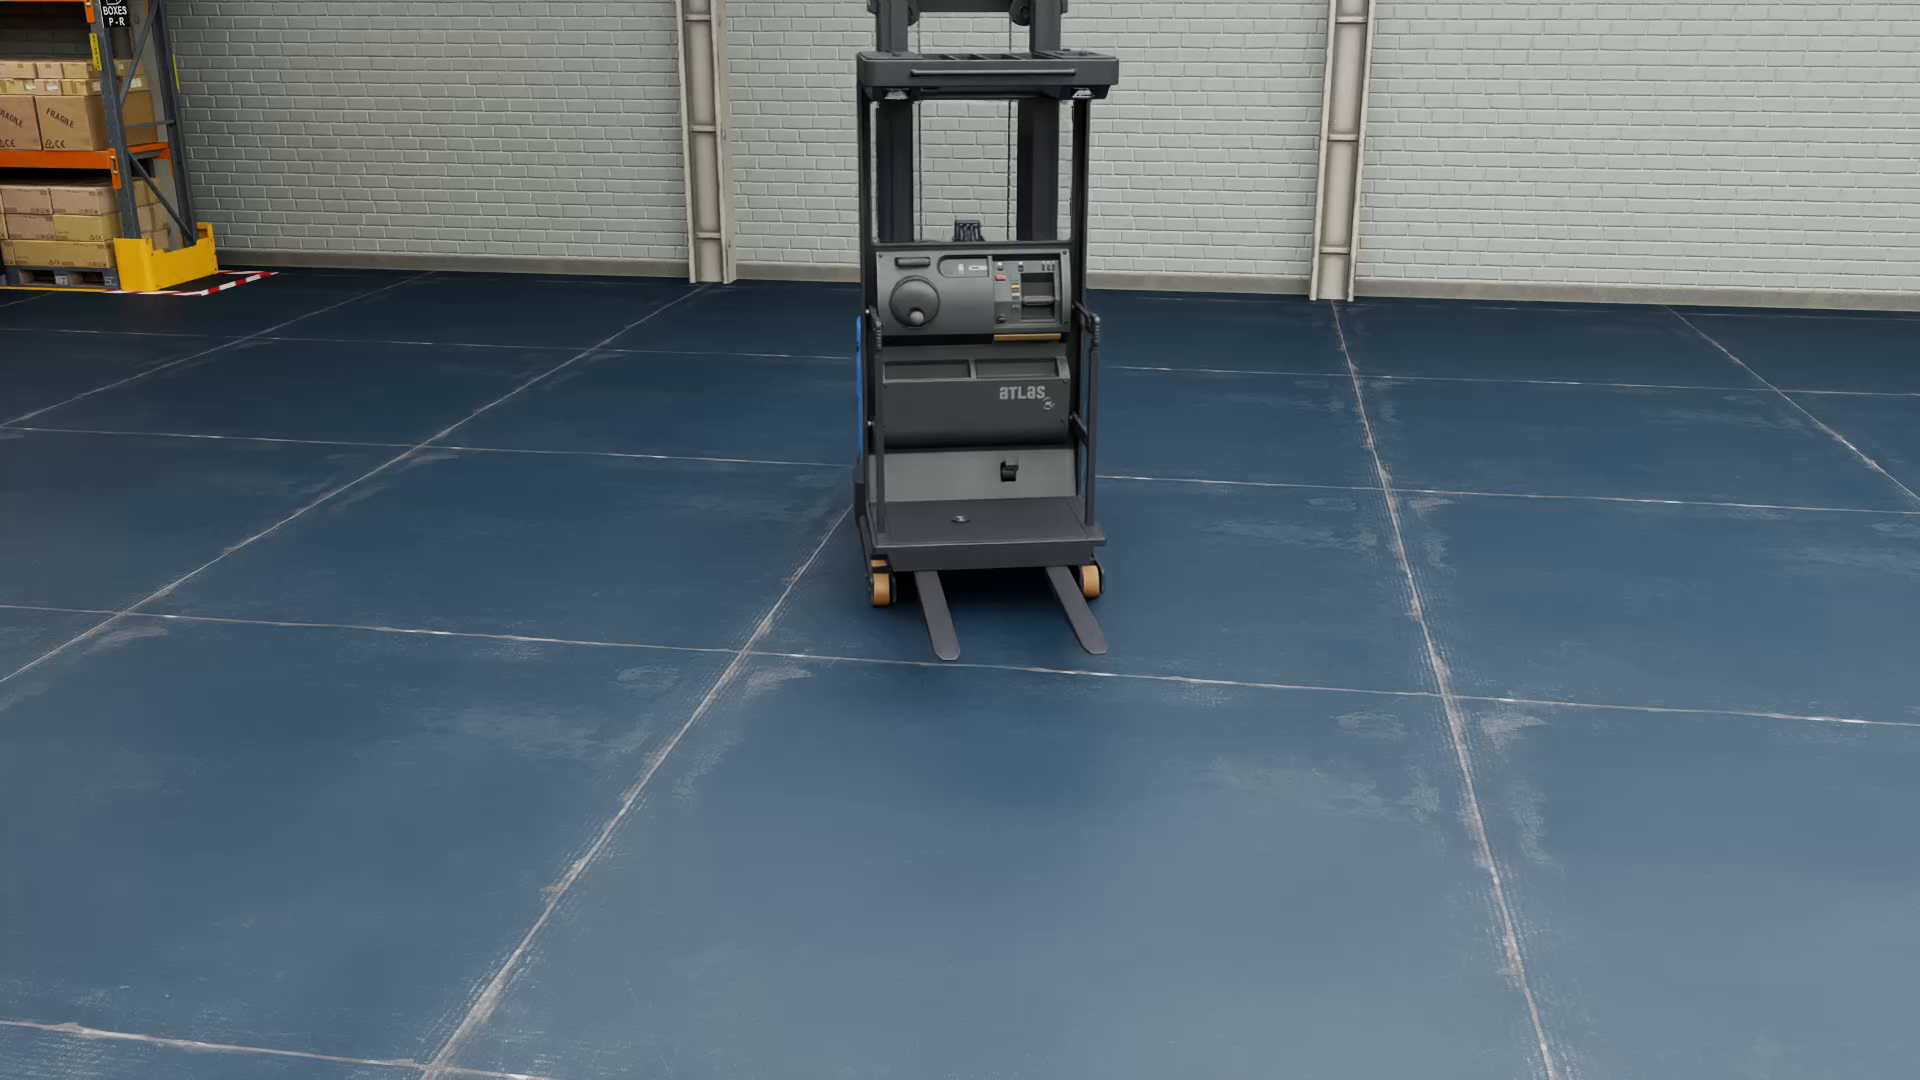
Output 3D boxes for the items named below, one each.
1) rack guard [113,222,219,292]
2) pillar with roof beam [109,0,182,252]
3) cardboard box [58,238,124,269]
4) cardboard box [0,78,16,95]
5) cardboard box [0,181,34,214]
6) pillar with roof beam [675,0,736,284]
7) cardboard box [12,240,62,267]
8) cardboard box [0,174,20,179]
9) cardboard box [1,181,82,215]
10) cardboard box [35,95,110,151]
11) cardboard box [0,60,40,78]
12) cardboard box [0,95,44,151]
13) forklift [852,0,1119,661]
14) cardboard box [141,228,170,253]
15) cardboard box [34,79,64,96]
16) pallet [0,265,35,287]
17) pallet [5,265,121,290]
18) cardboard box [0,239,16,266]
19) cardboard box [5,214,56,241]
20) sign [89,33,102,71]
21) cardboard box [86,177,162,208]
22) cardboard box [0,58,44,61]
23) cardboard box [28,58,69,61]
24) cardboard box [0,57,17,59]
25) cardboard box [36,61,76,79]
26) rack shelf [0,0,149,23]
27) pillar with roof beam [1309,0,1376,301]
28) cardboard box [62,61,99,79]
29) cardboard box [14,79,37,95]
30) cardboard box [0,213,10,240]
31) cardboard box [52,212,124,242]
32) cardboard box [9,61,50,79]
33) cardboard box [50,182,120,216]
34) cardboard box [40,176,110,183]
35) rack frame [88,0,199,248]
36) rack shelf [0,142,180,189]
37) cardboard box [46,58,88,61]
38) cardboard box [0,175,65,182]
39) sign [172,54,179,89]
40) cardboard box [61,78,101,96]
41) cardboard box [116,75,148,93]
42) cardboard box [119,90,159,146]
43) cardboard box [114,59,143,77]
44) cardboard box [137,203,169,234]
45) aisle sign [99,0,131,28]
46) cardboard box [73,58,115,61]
[{"bbox_3d":[-7.802,-2.796,16.372,0.348,0.500,1.175,3,19,9],"label":"rack guard"},{"bbox_3d":[-9.053,-5.796,11.945,0.400,9.000,9.100,3,19,9],"label":"pillar with roof beam"},{"bbox_3d":[-8.339,-2.803,16.123,0.500,0.250,0.500,3,19,9],"label":"cardboard box"},{"bbox_3d":[-8.959,-4.319,15.805,0.250,0.149,0.380,3,19,8],"label":"cardboard box"},{"bbox_3d":[-9.334,-3.324,16.105,0.500,0.250,0.500,3,19,9],"label":"cardboard box"},{"bbox_3d":[-3.129,-5.494,11.042,0.400,9.000,9.100,3,19,9],"label":"pillar with roof beam"},{"bbox_3d":[-8.829,-2.831,16.207,0.500,0.250,0.500,3,19,9],"label":"cardboard box"},{"bbox_3d":[-9.761,-3.516,16.680,0.500,0.250,0.500,3,19,8],"label":"cardboard box"},{"bbox_3d":[-8.835,-3.301,16.038,0.500,0.250,0.500,3,19,10],"label":"cardboard box"},{"bbox_3d":[-8.353,-3.973,15.791,0.500,0.500,0.500,3,19,7],"label":"cardboard box"},{"bbox_3d":[-8.958,-4.474,15.798,0.250,0.149,0.380,3,19,9],"label":"cardboard box"},{"bbox_3d":[-8.864,-4.002,15.878,0.500,0.500,0.500,4,19,10],"label":"cardboard box"},{"bbox_3d":[0.091,-1.187,7.732,1.130,2.935,3.031,-2,19,-6],"label":"forklift"},{"bbox_3d":[-8.279,-2.964,16.605,0.500,0.250,0.500,3,19,9],"label":"cardboard box"},{"bbox_3d":[-8.469,-4.271,15.660,0.250,0.149,0.380,3,19,10],"label":"cardboard box"},{"bbox_3d":[-9.788,-2.748,16.683,1.213,0.211,1.003,3,19,9],"label":"pallet"},{"bbox_3d":[-8.587,-2.686,16.497,1.213,0.211,1.003,3,19,9],"label":"pallet"},{"bbox_3d":[-9.321,-2.859,16.291,0.500,0.250,0.500,3,19,9],"label":"cardboard box"},{"bbox_3d":[-8.849,-3.070,16.135,0.500,0.250,0.500,3,19,8],"label":"cardboard box"},{"bbox_3d":[-7.925,-4.475,15.251,0.005,0.325,0.100,3,19,9],"label":"sign"},{"bbox_3d":[-8.270,-3.435,16.439,0.500,0.250,0.500,3,19,8],"label":"cardboard box"},{"bbox_3d":[-9.145,-4.618,16.228,0.250,0.149,0.380,4,19,10],"label":"cardboard box"},{"bbox_3d":[-8.881,-4.612,16.212,0.250,0.149,0.380,3,19,9],"label":"cardboard box"},{"bbox_3d":[-9.389,-4.662,16.360,0.250,0.149,0.380,2,19,7],"label":"cardboard box"},{"bbox_3d":[-8.461,-4.433,15.677,0.250,0.149,0.380,3,19,9],"label":"cardboard box"},{"bbox_3d":[-9.800,-5.165,15.918,4.000,0.370,1.077,3,19,9],"label":"rack shelf"},{"bbox_3d":[2.795,-5.192,10.140,0.400,9.000,9.100,3,19,9],"label":"pillar with roof beam"},{"bbox_3d":[-8.212,-4.431,15.669,0.250,0.149,0.380,3,19,9],"label":"cardboard box"},{"bbox_3d":[-8.716,-4.303,15.757,0.250,0.149,0.380,3,19,10],"label":"cardboard box"},{"bbox_3d":[-9.362,-3.090,16.193,0.500,0.250,0.500,2,19,7],"label":"cardboard box"},{"bbox_3d":[-8.356,-3.041,16.050,0.500,0.250,0.500,3,19,8],"label":"cardboard box"},{"bbox_3d":[-8.724,-4.438,15.691,0.250,0.149,0.380,3,19,10],"label":"cardboard box"},{"bbox_3d":[-8.330,-3.277,15.967,0.500,0.250,0.500,4,19,10],"label":"cardboard box"},{"bbox_3d":[-8.764,-3.460,16.511,0.500,0.250,0.500,3,19,9],"label":"cardboard box"},{"bbox_3d":[-7.825,-3.983,15.979,0.127,3.000,1.000,3,19,9],"label":"rack frame"},{"bbox_3d":[-9.800,-3.742,16.394,4.000,0.370,1.077,3,19,9],"label":"rack shelf"},{"bbox_3d":[-8.639,-4.595,16.161,0.250,0.149,0.380,3,19,10],"label":"cardboard box"},{"bbox_3d":[-9.256,-3.488,16.596,0.500,0.250,0.500,3,19,8],"label":"cardboard box"},{"bbox_3d":[-7.731,-4.604,16.347,0.005,0.325,0.100,3,19,9],"label":"sign"},{"bbox_3d":[-8.212,-4.267,15.650,0.250,0.149,0.380,3,19,9],"label":"cardboard box"},{"bbox_3d":[-8.119,-4.436,16.154,0.250,0.149,0.380,2,19,7],"label":"cardboard box"},{"bbox_3d":[-8.270,-4.142,16.297,0.500,0.500,0.500,4,19,10],"label":"cardboard box"},{"bbox_3d":[-8.123,-4.563,16.063,0.250,0.149,0.380,3,19,8],"label":"cardboard box"},{"bbox_3d":[-8.257,-3.204,16.534,0.500,0.250,0.500,3,19,10],"label":"cardboard box"},{"bbox_3d":[-7.807,-5.120,15.281,0.004,0.787,0.394,3,19,9],"label":"aisle sign"},{"bbox_3d":[-8.376,-4.596,16.162,0.250,0.149,0.380,4,19,11],"label":"cardboard box"}]
